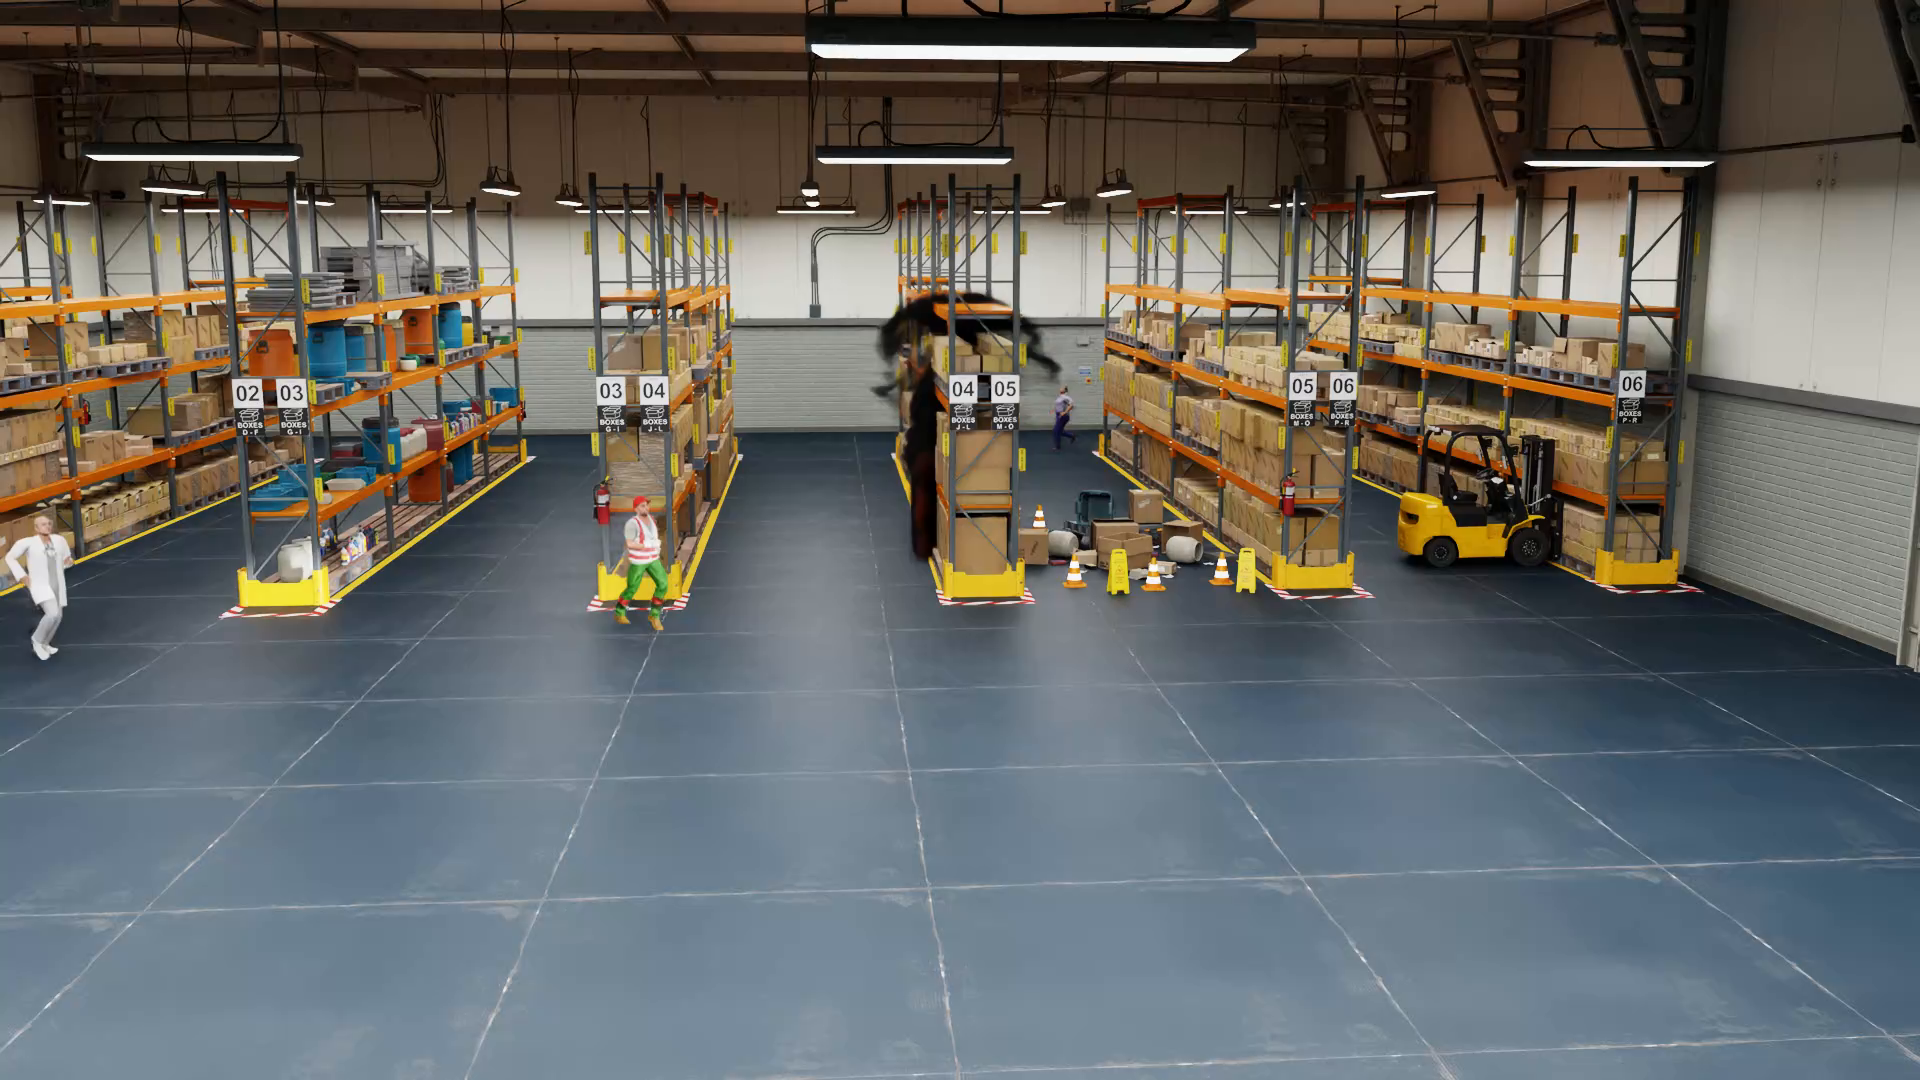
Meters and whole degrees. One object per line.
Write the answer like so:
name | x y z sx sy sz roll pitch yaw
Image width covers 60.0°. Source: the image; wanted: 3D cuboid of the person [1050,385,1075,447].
person | 2.592 -3.082 41.316 0.655 1.542 0.607 -2 10 -13

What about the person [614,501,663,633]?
person | -4.217 0.318 21.913 0.765 1.771 0.675 8 13 39

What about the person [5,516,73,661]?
person | -11.175 0.584 20.367 0.745 1.764 0.701 5 11 28
